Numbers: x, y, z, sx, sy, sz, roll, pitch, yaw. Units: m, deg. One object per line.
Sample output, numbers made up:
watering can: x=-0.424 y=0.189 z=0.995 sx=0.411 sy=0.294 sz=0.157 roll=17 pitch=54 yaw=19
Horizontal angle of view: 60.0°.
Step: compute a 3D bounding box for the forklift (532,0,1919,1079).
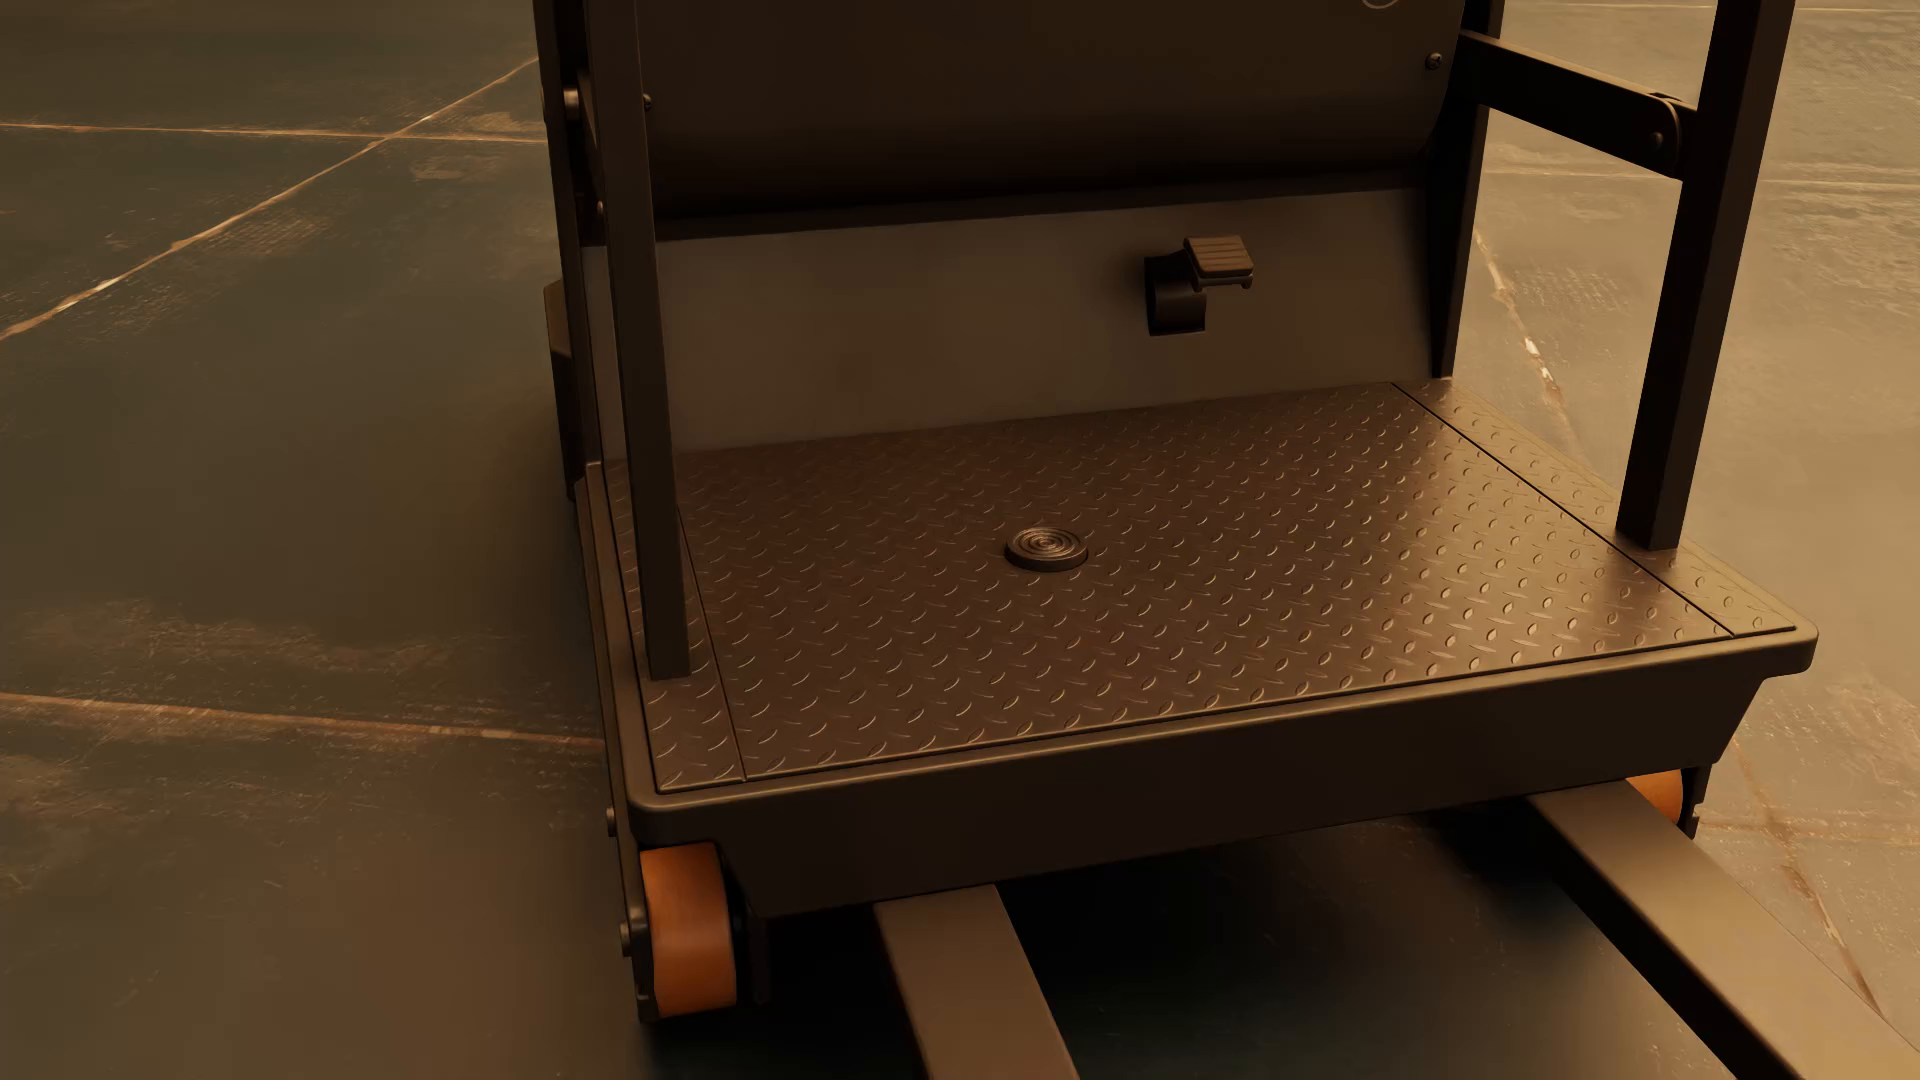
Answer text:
forklift: x=0.153 y=-1.049 z=1.319 sx=1.130 sy=2.935 sz=3.031 roll=-7 pitch=27 yaw=-13
